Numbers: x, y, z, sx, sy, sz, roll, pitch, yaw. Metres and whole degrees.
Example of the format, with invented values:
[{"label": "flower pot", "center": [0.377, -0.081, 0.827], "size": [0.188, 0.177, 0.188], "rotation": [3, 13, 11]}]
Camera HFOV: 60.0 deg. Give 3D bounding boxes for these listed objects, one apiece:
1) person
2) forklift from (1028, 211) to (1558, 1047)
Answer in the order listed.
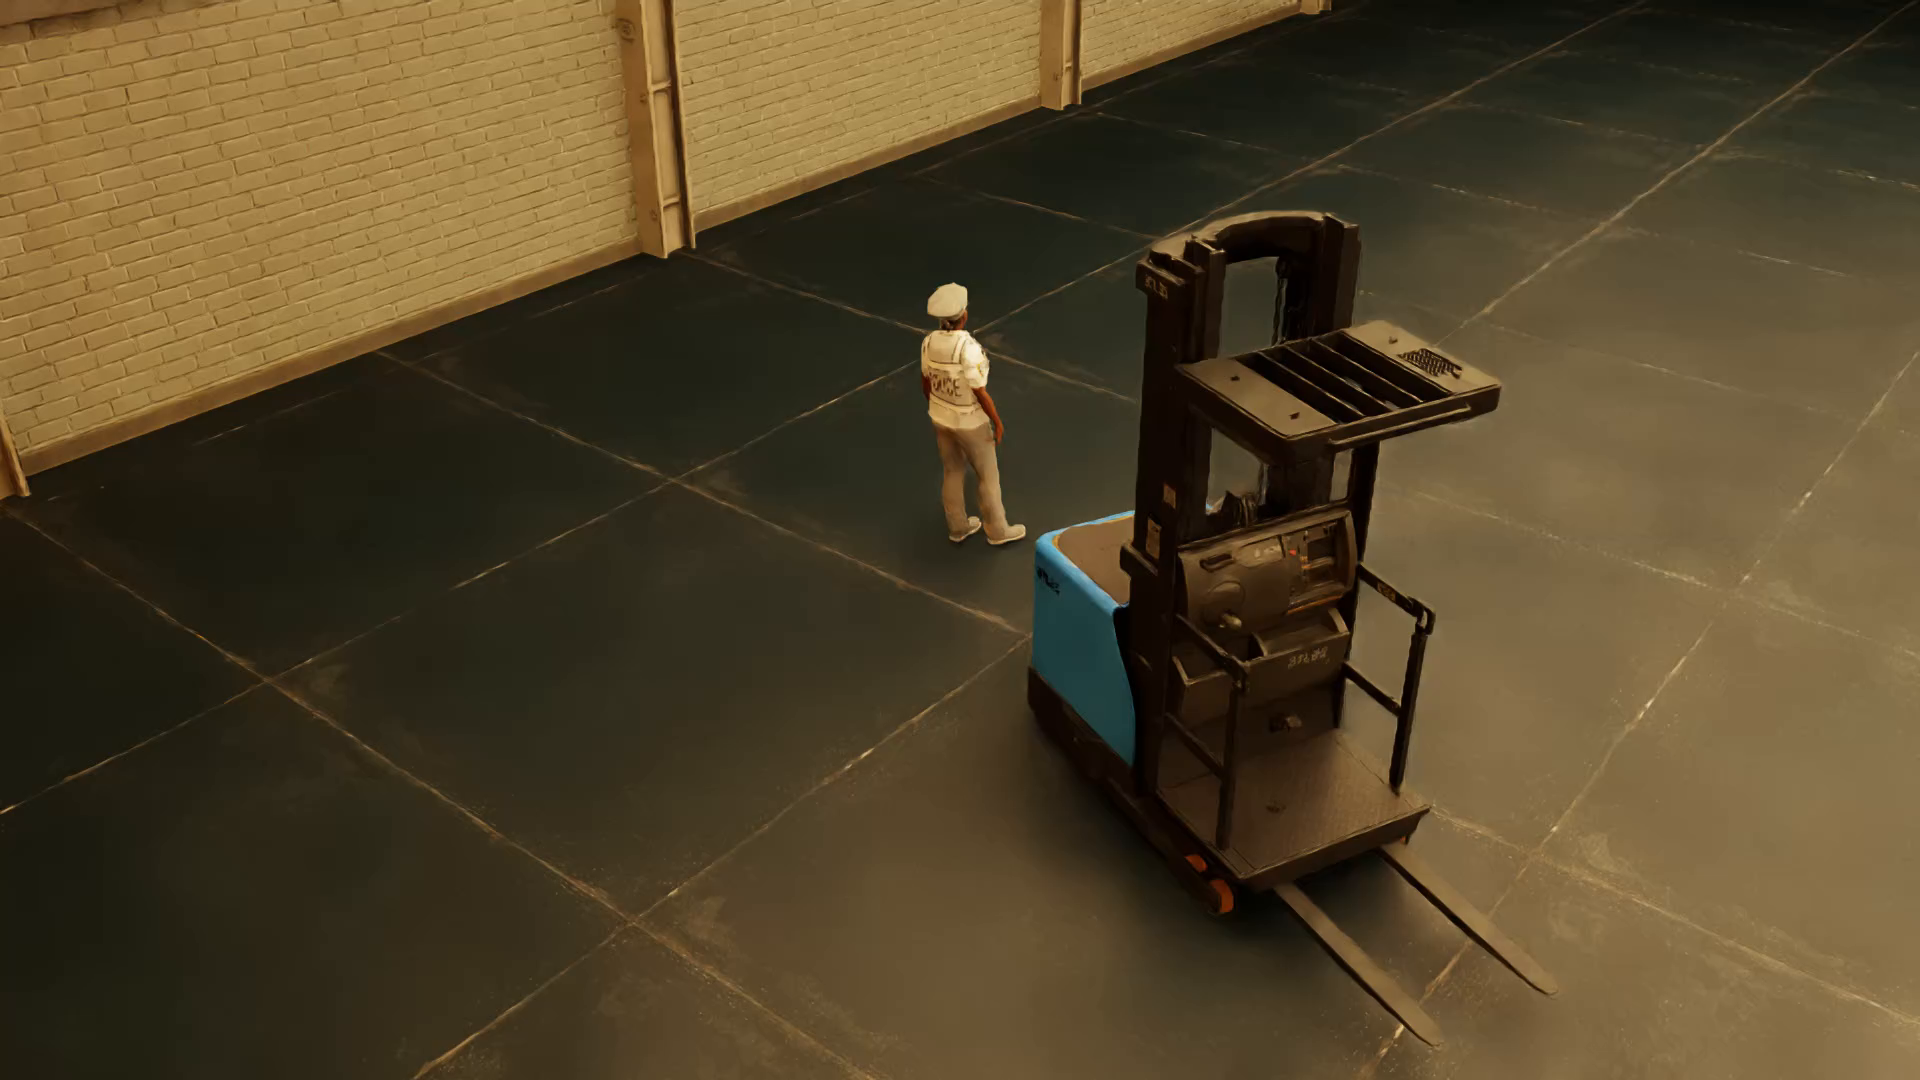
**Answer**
[{"label": "person", "center": [0.062, -0.761, 10.109], "size": [0.570, 1.693, 0.529], "rotation": [22, 37, 33]}, {"label": "forklift", "center": [1.487, 0.185, 7.278], "size": [1.130, 2.935, 3.031], "rotation": [-15, 33, -23]}]
